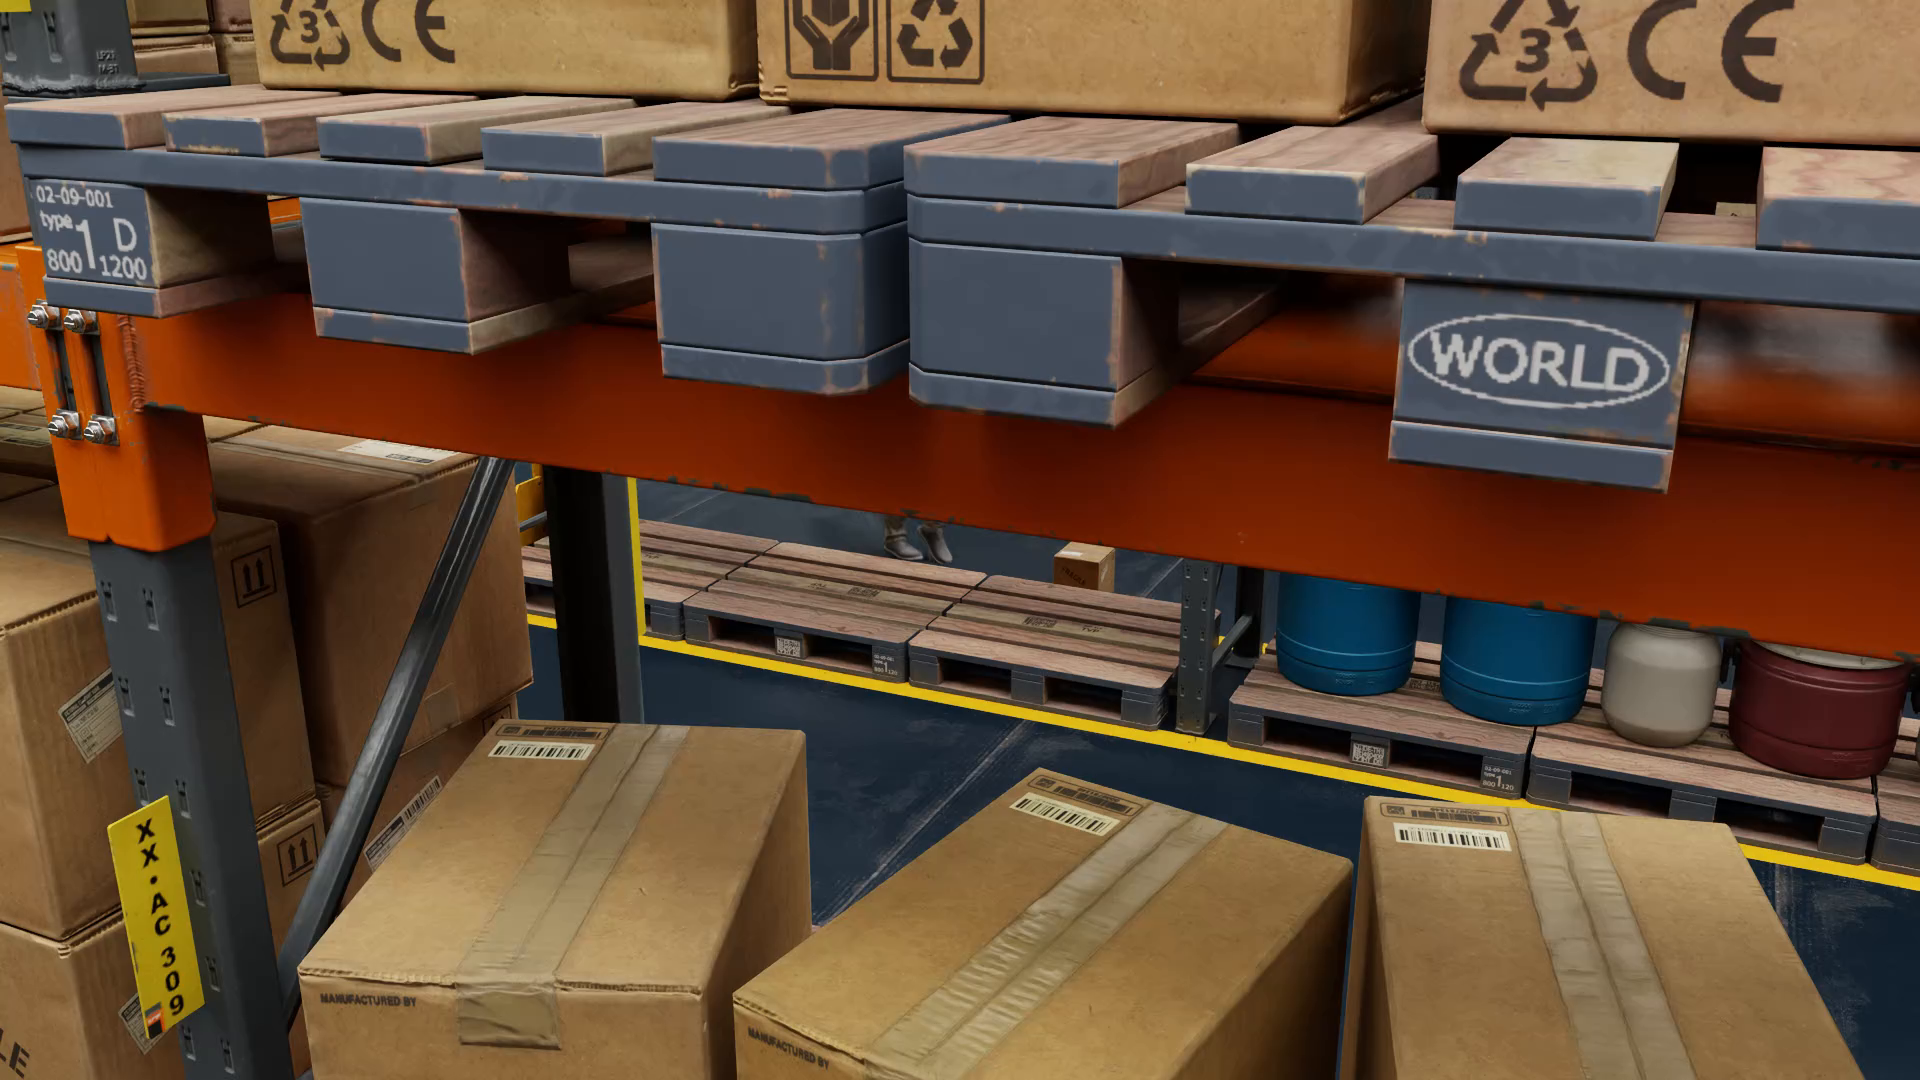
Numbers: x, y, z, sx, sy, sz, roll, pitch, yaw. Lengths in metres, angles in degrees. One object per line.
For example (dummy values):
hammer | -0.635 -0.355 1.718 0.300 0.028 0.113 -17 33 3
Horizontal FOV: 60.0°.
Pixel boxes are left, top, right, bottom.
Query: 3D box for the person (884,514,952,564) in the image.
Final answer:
person | -0.240 -0.670 8.948 0.486 1.731 0.464 -18 26 -42
